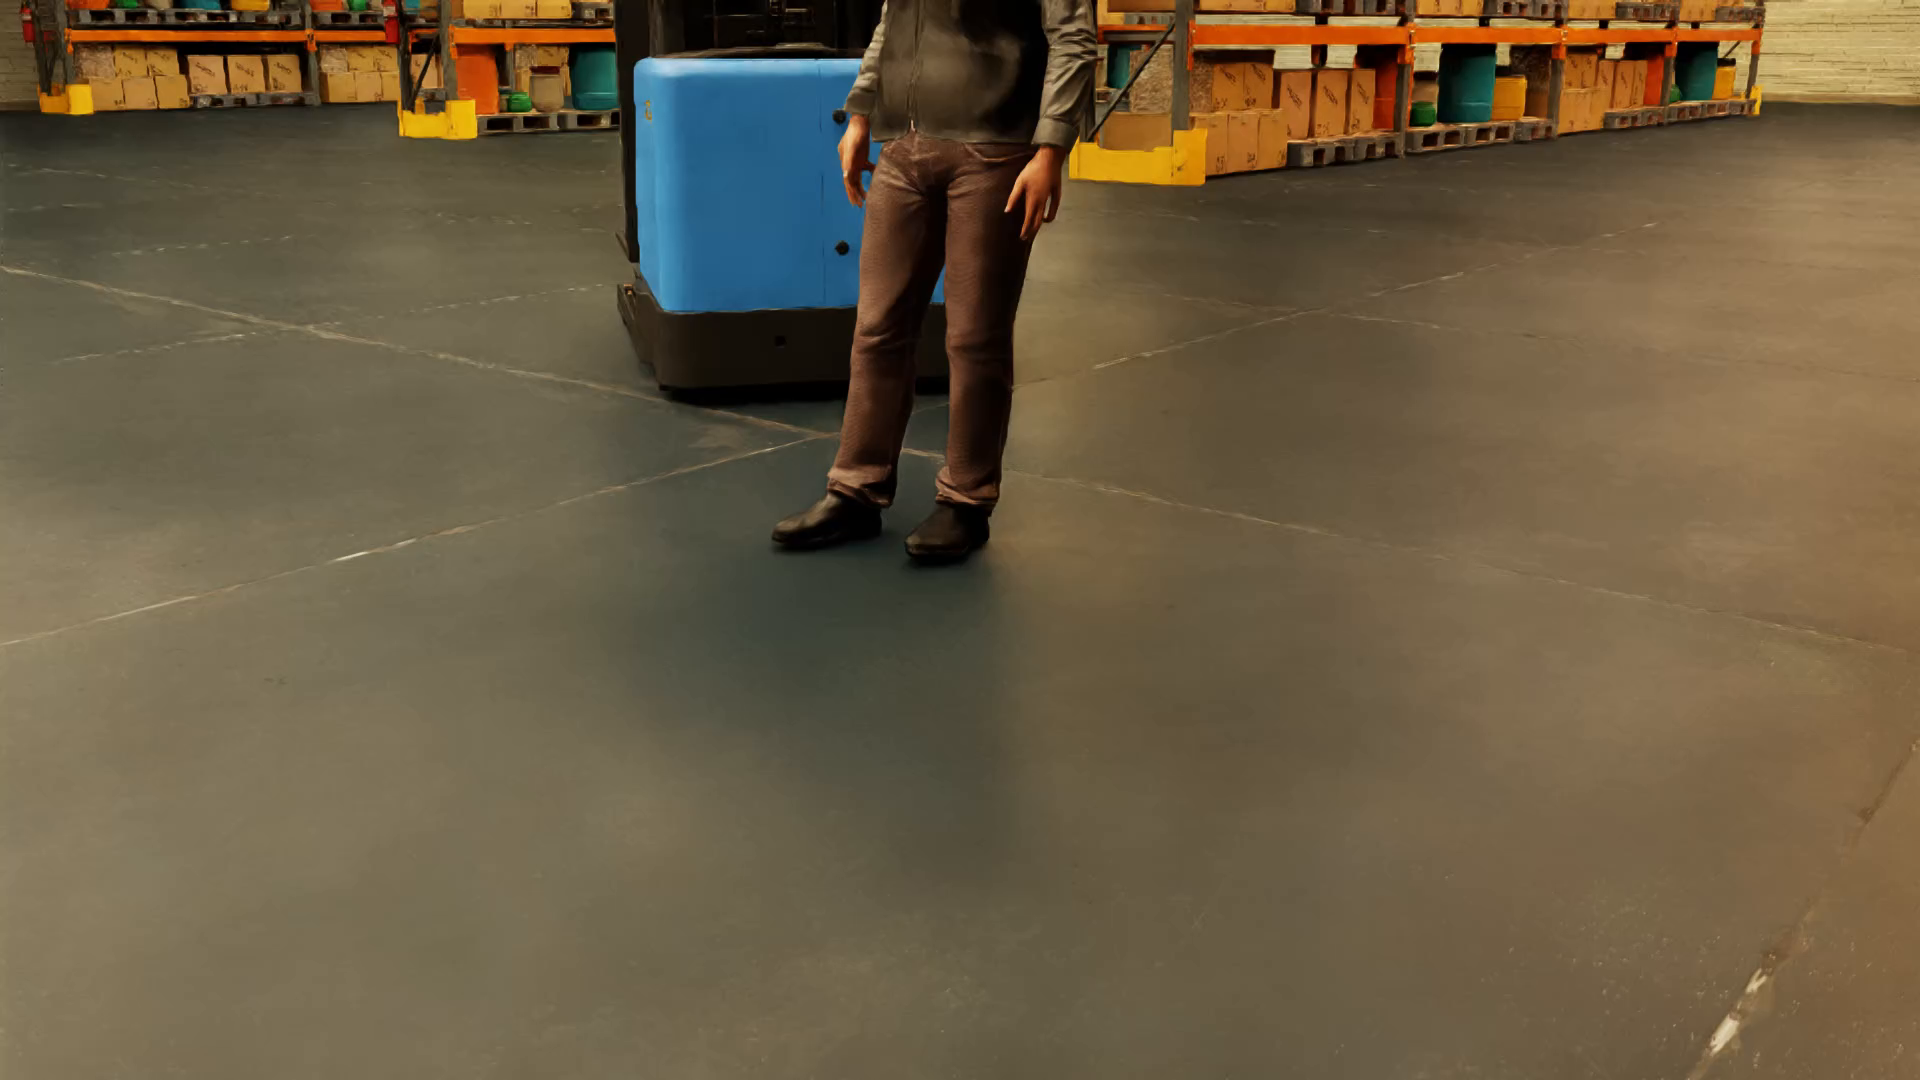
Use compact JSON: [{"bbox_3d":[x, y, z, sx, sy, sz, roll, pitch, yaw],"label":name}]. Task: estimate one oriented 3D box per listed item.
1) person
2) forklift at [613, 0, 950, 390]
[{"bbox_3d":[-0.046,-0.818,3.649,0.632,1.720,0.567,13,21,37],"label":"person"},{"bbox_3d":[-0.808,-2.275,6.389,1.130,2.935,3.031,-4,17,-14],"label":"forklift"}]
